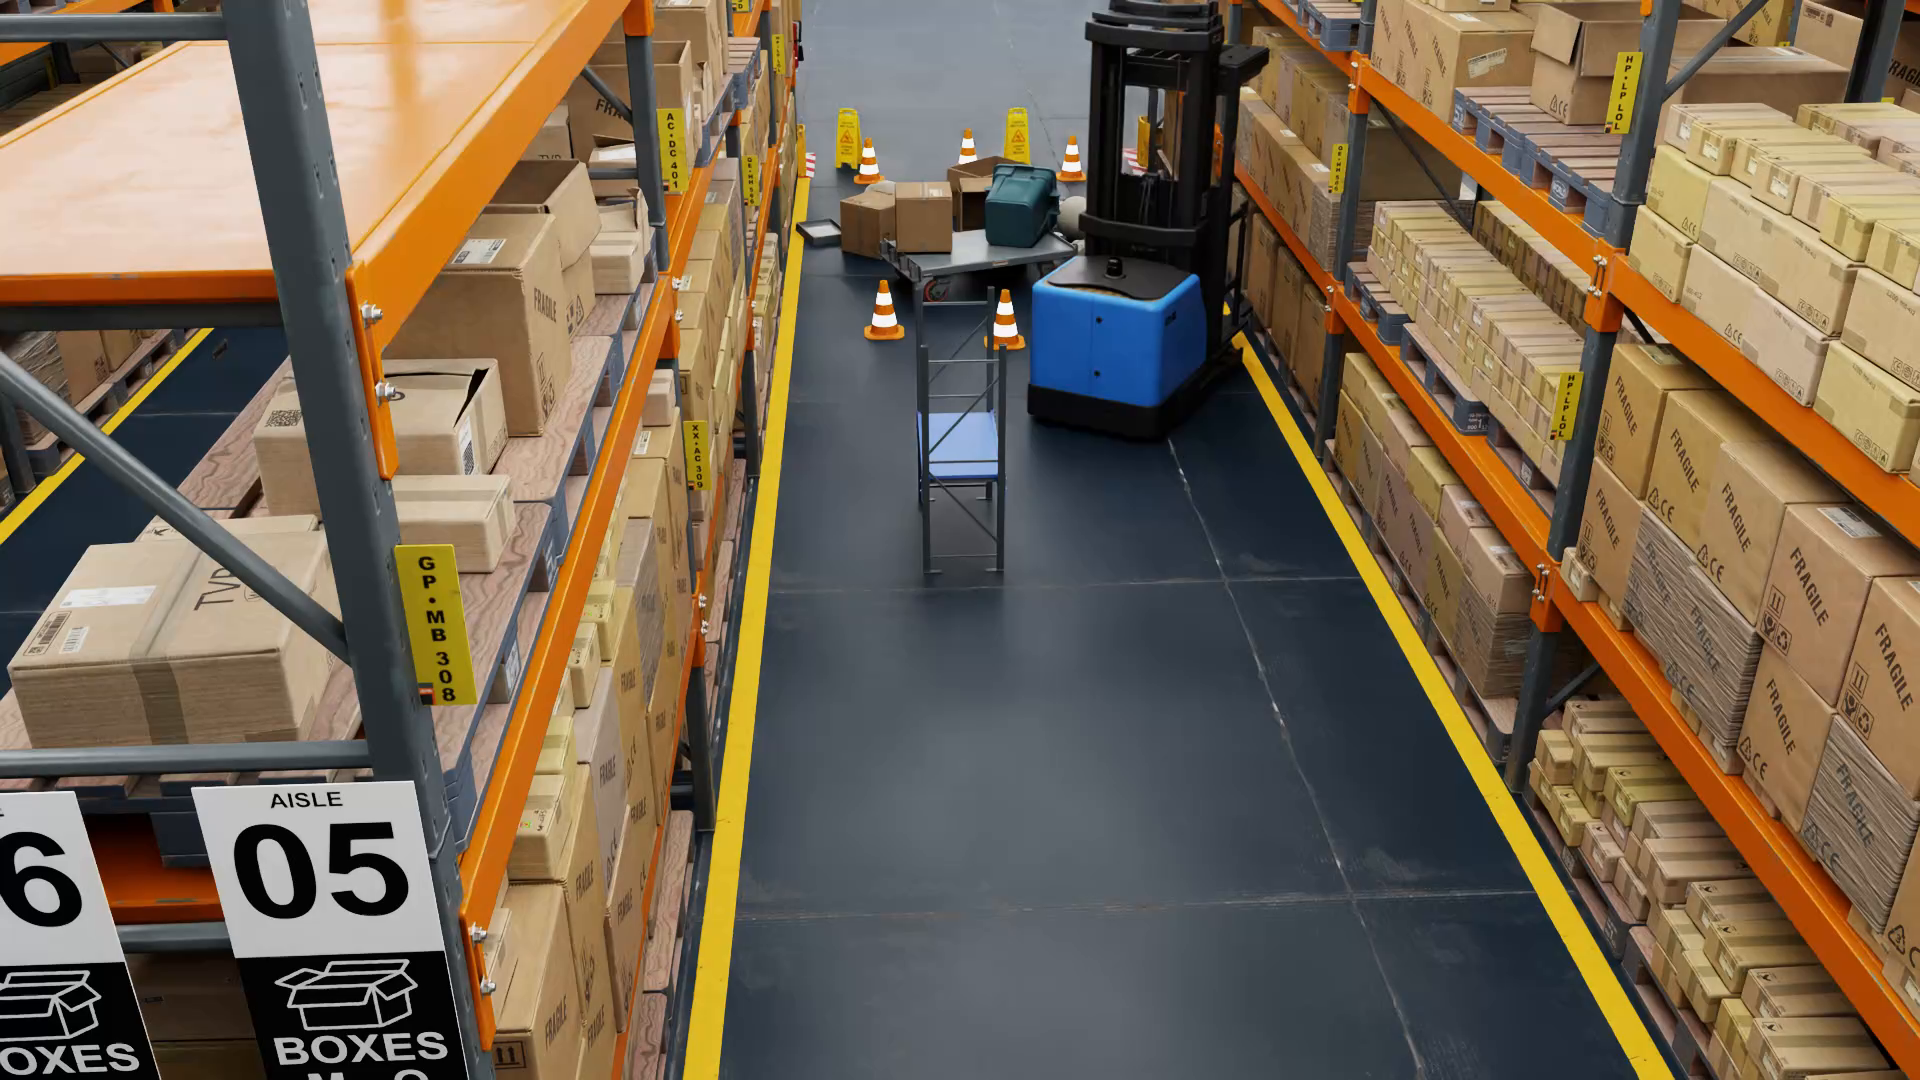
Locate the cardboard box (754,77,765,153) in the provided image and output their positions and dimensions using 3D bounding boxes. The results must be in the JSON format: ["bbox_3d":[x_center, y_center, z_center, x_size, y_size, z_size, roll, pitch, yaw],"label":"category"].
[{"bbox_3d":[-1.803,-3.312,12.973,0.500,0.500,0.500,0,28,-1],"label":"cardboard box"}]

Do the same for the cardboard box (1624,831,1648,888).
[{"bbox_3d":[3.113,1.376,7.176,0.380,0.149,0.250,-3,28,-5],"label":"cardboard box"}]

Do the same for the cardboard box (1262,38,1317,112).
[{"bbox_3d":[2.894,-3.812,13.626,0.700,0.500,0.500,-2,28,-3],"label":"cardboard box"}]

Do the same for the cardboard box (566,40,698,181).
[{"bbox_3d":[-1.444,-1.905,7.353,0.500,0.500,0.500,-2,28,-4],"label":"cardboard box"}]

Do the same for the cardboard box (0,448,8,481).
[{"bbox_3d":[-6.616,-0.544,10.798,0.500,0.500,0.500,-1,28,-1],"label":"cardboard box"}]

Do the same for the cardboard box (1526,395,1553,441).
[{"bbox_3d":[3.018,-0.604,8.160,0.380,0.149,0.250,-1,28,-2],"label":"cardboard box"}]

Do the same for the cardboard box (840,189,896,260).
[{"bbox_3d":[-0.802,-3.045,16.045,0.500,0.500,0.500,19,33,32],"label":"cardboard box"}]

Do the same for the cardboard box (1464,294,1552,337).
[{"bbox_3d":[2.968,-1.218,9.015,0.380,0.149,0.250,-3,28,-5],"label":"cardboard box"}]

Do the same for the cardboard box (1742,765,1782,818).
[{"bbox_3d":[3.117,0.883,6.084,0.380,0.149,0.250,0,28,-1],"label":"cardboard box"}]

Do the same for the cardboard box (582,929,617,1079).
[{"bbox_3d":[-1.271,1.411,4.693,0.500,0.500,0.500,-2,28,-3],"label":"cardboard box"}]

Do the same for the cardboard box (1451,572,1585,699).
[{"bbox_3d":[2.961,0.490,8.816,0.500,0.500,0.500,-2,28,-4],"label":"cardboard box"}]

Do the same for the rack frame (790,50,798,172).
[{"bbox_3d":[-2.314,-5.472,17.998,1.000,3.000,0.127,-1,28,-3],"label":"rack frame"}]

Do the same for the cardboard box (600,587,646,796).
[{"bbox_3d":[-1.314,0.494,5.369,0.500,0.500,0.500,-1,28,-2],"label":"cardboard box"}]

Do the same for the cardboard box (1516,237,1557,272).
[{"bbox_3d":[3.568,-1.707,9.953,0.380,0.149,0.250,-1,28,-1],"label":"cardboard box"}]

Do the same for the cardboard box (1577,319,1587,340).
[{"bbox_3d":[3.616,-1.102,9.115,0.380,0.149,0.250,-2,28,-4],"label":"cardboard box"}]

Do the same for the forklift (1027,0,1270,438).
[{"bbox_3d":[1.630,-2.687,12.732,1.130,2.935,3.031,14,30,24],"label":"forklift"}]

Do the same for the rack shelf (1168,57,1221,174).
[{"bbox_3d":[2.729,-4.396,16.712,1.077,0.370,4.000,-1,28,-3],"label":"rack shelf"}]

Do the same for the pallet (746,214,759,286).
[{"bbox_3d":[-2.040,-2.019,11.585,1.213,0.211,1.003,-1,28,-3],"label":"pallet"}]

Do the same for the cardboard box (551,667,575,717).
[{"bbox_3d":[-1.302,0.488,4.680,0.380,0.149,0.250,-1,28,-2],"label":"cardboard box"}]

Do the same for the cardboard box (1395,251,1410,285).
[{"bbox_3d":[2.900,-1.674,10.212,0.380,0.149,0.250,-2,28,-4],"label":"cardboard box"}]

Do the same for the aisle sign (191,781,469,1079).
[{"bbox_3d":[-1.185,0.791,3.180,0.394,0.787,0.004,-1,28,-3],"label":"aisle sign"}]

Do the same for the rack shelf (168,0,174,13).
[{"bbox_3d":[-7.166,-5.438,15.467,1.077,0.370,4.000,-1,28,-3],"label":"rack shelf"}]

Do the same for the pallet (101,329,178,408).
[{"bbox_3d":[-6.917,-1.363,13.135,1.003,0.211,1.213,-1,28,-3],"label":"pallet"}]

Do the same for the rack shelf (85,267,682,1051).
[{"bbox_3d":[-1.583,-0.018,5.075,1.077,0.370,4.000,-1,28,-3],"label":"rack shelf"}]

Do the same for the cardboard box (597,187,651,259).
[{"bbox_3d":[-1.334,-1.144,6.039,0.396,0.266,0.258,-1,28,-1],"label":"cardboard box"}]

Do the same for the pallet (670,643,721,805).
[{"bbox_3d":[-1.803,0.952,8.697,1.003,0.211,1.213,-1,28,-3],"label":"pallet"}]

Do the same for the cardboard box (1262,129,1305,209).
[{"bbox_3d":[2.669,-2.887,12.934,0.500,0.500,0.500,-1,28,-2],"label":"cardboard box"}]

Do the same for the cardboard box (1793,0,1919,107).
[{"bbox_3d":[7.693,-3.946,13.969,1.000,1.000,1.000,-1,28,-2],"label":"cardboard box"}]

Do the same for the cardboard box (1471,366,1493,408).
[{"bbox_3d":[2.974,-0.829,8.914,0.380,0.149,0.250,-3,28,-5],"label":"cardboard box"}]

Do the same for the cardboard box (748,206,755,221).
[{"bbox_3d":[-1.670,-2.393,11.913,0.380,0.149,0.250,-1,28,-2],"label":"cardboard box"}]

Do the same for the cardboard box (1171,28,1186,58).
[{"bbox_3d":[2.643,-5.019,16.968,0.875,0.550,0.550,-1,28,-3],"label":"cardboard box"}]

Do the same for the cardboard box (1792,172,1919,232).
[{"bbox_3d":[3.077,-1.137,5.633,0.380,0.149,0.250,-2,28,-4],"label":"cardboard box"}]

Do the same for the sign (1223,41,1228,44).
[{"bbox_3d":[2.279,-4.196,14.529,0.100,0.325,0.005,-1,28,-3],"label":"sign"}]

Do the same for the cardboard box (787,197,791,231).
[{"bbox_3d":[-1.905,-3.117,16.002,0.500,0.250,0.500,0,28,0],"label":"cardboard box"}]

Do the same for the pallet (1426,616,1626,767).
[{"bbox_3d":[3.209,0.780,9.026,1.003,0.211,1.213,-1,28,-3],"label":"pallet"}]

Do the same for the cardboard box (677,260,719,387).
[{"bbox_3d":[-1.501,-1.094,8.415,0.500,0.500,0.500,-2,28,-4],"label":"cardboard box"}]

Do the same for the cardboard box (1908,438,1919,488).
[{"bbox_3d":[3.125,-0.181,4.772,0.500,0.250,0.500,0,28,0],"label":"cardboard box"}]

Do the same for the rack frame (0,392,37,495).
[{"bbox_3d":[-6.853,-1.656,10.681,1.000,3.000,0.127,-1,28,-3],"label":"rack frame"}]

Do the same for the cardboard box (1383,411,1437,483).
[{"bbox_3d":[2.876,-0.567,10.031,0.500,0.250,0.500,-1,28,-2],"label":"cardboard box"}]

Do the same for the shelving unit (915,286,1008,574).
[{"bbox_3d":[-0.004,-0.704,10.479,0.538,1.500,1.048,-1,28,-3],"label":"shelving unit"}]

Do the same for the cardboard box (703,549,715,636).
[{"bbox_3d":[-1.854,0.124,9.112,0.875,0.875,0.875,-1,28,-1],"label":"cardboard box"}]

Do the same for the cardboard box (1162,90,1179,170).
[{"bbox_3d":[2.726,-4.571,18.114,0.875,0.875,0.875,-1,28,-2],"label":"cardboard box"}]

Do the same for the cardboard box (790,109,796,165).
[{"bbox_3d":[-1.981,-4.167,17.204,0.500,0.500,0.500,0,28,-1],"label":"cardboard box"}]

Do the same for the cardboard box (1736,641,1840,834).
[{"bbox_3d":[3.106,0.671,5.790,0.500,0.500,0.500,0,28,0],"label":"cardboard box"}]

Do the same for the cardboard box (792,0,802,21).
[{"bbox_3d":[-1.921,-5.394,16.337,0.700,0.500,0.500,-2,28,-3],"label":"cardboard box"}]

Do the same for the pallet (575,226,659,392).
[{"bbox_3d":[-1.655,-0.843,5.975,1.003,0.211,1.213,-1,28,-3],"label":"pallet"}]

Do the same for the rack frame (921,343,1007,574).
[{"bbox_3d":[0.022,-0.470,10.029,0.500,1.500,0.032,-1,28,-3],"label":"rack frame"}]

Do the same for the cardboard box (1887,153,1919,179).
[{"bbox_3d":[3.515,-1.263,5.874,0.380,0.149,0.250,0,28,-1],"label":"cardboard box"}]

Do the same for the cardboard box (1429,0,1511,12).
[{"bbox_3d":[2.868,-3.109,9.288,0.396,0.266,0.258,-1,28,-3],"label":"cardboard box"}]

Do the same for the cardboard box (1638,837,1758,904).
[{"bbox_3d":[3.048,1.365,6.874,0.380,0.149,0.250,-1,28,-2],"label":"cardboard box"}]

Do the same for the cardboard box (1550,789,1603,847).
[{"bbox_3d":[2.963,1.280,7.681,0.380,0.149,0.250,-1,28,-1],"label":"cardboard box"}]

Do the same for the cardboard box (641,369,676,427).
[{"bbox_3d":[-1.353,-0.571,6.710,0.380,0.149,0.250,-2,28,-4],"label":"cardboard box"}]

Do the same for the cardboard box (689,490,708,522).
[{"bbox_3d":[-1.429,-0.295,7.694,0.500,0.250,0.500,-2,28,-4],"label":"cardboard box"}]
